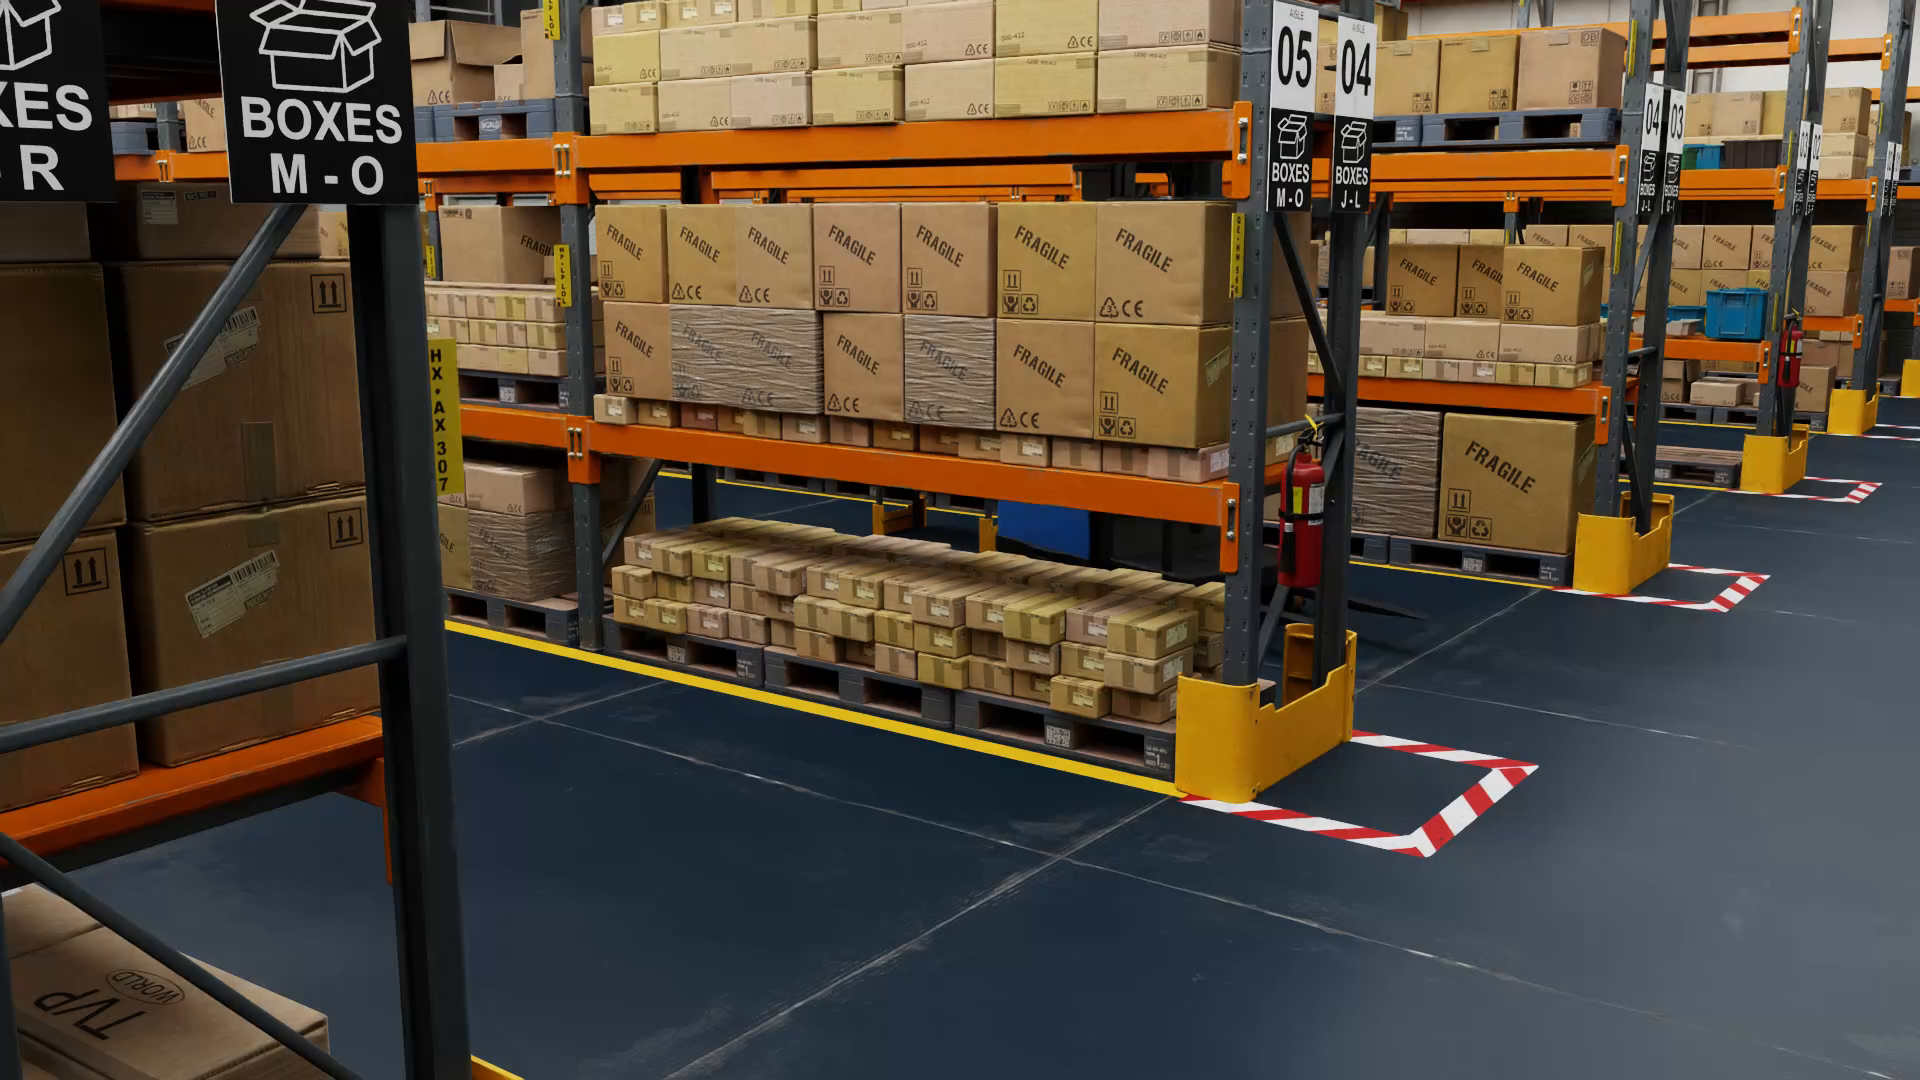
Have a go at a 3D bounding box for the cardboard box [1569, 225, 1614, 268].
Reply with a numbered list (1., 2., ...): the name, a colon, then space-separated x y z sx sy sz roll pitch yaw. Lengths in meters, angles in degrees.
1. cardboard box: 7.722 -3.575 20.218 0.500 0.500 0.500 7 13 34

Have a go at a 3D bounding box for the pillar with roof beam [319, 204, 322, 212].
1. pillar with roof beam: -20.467 -10.336 42.263 0.548 9.000 9.100 8 13 36

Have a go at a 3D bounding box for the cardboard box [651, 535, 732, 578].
1. cardboard box: -1.450 0.087 9.019 0.250 0.149 0.380 9 14 38

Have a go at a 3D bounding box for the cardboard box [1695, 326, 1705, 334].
1. cardboard box: 10.732 -3.079 24.318 0.250 0.149 0.380 9 14 37

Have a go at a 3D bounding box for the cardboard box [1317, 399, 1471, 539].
1. cardboard box: 3.153 -0.549 11.957 0.875 0.875 0.875 8 13 36

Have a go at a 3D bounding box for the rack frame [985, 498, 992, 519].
1. rack frame: 0.341 -0.689 12.141 0.032 1.500 0.500 8 13 36

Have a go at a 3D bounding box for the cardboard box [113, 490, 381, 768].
1. cardboard box: -1.633 0.147 3.612 0.500 0.500 0.500 8 13 35

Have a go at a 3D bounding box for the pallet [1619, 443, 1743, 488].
1. pallet: 6.740 -0.711 15.651 1.213 0.211 1.003 8 13 36

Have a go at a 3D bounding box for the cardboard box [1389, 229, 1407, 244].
1. cardboard box: 7.034 -4.877 26.770 0.500 0.250 0.500 8 14 37

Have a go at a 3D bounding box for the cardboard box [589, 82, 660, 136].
1. cardboard box: -1.575 -2.232 8.667 0.500 0.250 0.500 9 14 38

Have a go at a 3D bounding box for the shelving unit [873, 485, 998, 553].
1. shelving unit: -0.061 -0.745 12.432 1.083 1.500 0.587 8 13 36

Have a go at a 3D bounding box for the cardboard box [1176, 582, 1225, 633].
1. cardboard box: 1.211 0.315 7.839 0.250 0.149 0.380 7 13 33

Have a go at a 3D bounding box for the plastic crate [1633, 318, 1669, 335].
1. plastic crate: 6.392 -1.981 15.406 0.243 0.136 0.396 8 13 36

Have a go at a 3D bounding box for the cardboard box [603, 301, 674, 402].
1. cardboard box: -1.541 -1.026 8.890 0.500 0.500 0.500 8 13 35

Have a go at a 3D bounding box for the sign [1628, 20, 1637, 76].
1. sign: 4.117 -3.011 10.174 0.005 0.325 0.100 8 13 36

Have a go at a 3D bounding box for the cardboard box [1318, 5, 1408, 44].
1. cardboard box: 2.828 -3.597 11.724 0.500 0.250 0.500 7 13 34

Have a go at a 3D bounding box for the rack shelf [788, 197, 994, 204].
1. rack shelf: -0.968 -5.433 26.713 4.000 0.370 1.077 8 13 36

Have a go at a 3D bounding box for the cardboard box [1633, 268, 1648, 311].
1. cardboard box: 8.158 -3.026 20.010 0.500 0.500 0.500 8 13 35

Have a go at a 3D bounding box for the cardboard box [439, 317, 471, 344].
1. cardboard box: -2.863 -1.257 9.900 0.250 0.149 0.380 7 13 34

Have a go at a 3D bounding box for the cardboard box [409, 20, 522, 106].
1. cardboard box: -2.959 -2.849 10.082 0.637 0.503 0.797 8 13 35

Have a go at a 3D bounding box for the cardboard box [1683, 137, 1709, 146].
1. cardboard box: 8.541 -4.571 19.442 0.500 0.250 0.500 8 13 36

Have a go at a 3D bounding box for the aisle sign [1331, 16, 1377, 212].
1. aisle sign: 1.669 -1.790 7.039 0.004 0.787 0.394 8 13 36

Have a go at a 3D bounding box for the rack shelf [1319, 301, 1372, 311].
1. rack shelf: 5.480 -3.061 22.349 4.000 0.370 1.077 8 13 36

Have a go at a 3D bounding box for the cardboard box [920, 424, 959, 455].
1. cardboard box: 0.016 -0.504 7.899 0.250 0.149 0.380 7 13 33

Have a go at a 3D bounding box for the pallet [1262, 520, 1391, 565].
1. pallet: 2.780 -0.070 12.334 1.213 0.211 1.003 8 13 36

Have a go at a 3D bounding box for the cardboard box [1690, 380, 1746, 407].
1. cardboard box: 8.984 -1.741 19.710 0.500 0.250 0.500 8 13 36

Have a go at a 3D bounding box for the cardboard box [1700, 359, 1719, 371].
1. cardboard box: 10.967 -2.770 24.428 0.500 0.500 0.700 8 13 35

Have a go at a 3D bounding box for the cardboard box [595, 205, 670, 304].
1. cardboard box: -1.572 -1.523 8.828 0.500 0.500 0.500 8 14 37

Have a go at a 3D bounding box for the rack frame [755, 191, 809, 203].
1. rack frame: -2.291 -3.331 21.850 0.127 3.000 1.000 8 13 36

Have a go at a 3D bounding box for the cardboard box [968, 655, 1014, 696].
1. cardboard box: 0.249 0.609 7.887 0.250 0.149 0.380 8 14 36

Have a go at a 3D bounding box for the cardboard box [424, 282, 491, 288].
1. cardboard box: -3.308 -1.619 10.992 0.250 0.149 0.380 9 14 38

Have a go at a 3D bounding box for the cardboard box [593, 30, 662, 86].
1. cardboard box: -1.546 -2.479 8.628 0.500 0.250 0.500 9 14 37

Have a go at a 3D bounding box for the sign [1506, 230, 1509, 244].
1. sign: 6.767 -3.673 20.567 0.005 0.325 0.100 8 13 36

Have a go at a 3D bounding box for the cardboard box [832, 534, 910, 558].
1. cardboard box: -0.480 0.083 9.036 0.250 0.149 0.380 7 13 33

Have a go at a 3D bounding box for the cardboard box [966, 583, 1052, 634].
1. cardboard box: 0.232 0.320 7.814 0.250 0.149 0.380 7 13 33

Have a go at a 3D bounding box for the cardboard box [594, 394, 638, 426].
1. cardboard box: -1.757 -0.720 9.016 0.250 0.149 0.380 9 14 38

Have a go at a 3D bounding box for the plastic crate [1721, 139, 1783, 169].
1. plastic crate: 7.236 -3.476 15.048 0.590 0.269 0.497 8 13 36

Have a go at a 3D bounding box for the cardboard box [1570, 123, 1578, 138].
1. cardboard box: 7.507 -5.153 20.477 0.500 0.500 0.700 8 13 36

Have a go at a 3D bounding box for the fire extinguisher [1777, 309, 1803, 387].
1. fire extinguisher: 7.234 -1.674 14.472 0.183 0.674 0.296 8 13 36

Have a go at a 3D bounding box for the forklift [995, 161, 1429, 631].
1. forklift: 1.471 -0.998 9.974 1.130 2.935 3.031 -7 13 -33

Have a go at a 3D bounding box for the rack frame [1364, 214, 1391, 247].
1. rack frame: 6.798 -4.398 27.365 0.127 3.000 1.000 8 13 36

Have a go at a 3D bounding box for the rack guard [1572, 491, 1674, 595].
1. rack guard: 4.469 0.006 11.181 0.348 0.500 1.175 8 13 36

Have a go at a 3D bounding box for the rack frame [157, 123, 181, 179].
1. rack frame: -5.016 -1.375 11.740 0.127 3.000 1.000 8 13 36

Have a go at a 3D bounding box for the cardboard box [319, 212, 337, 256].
1. cardboard box: -6.955 -3.436 18.716 0.500 0.500 0.500 8 13 36

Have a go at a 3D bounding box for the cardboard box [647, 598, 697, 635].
1. cardboard box: -1.474 0.388 9.026 0.250 0.149 0.380 8 14 37

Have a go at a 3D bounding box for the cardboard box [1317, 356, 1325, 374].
1. cardboard box: 2.736 -1.262 11.816 0.250 0.149 0.380 8 14 37

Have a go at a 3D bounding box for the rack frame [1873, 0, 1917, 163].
1. rack frame: 10.317 -5.685 18.224 0.127 3.000 1.000 8 13 36

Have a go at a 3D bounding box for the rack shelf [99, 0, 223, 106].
1. rack shelf: -3.028 -1.051 4.061 4.000 0.370 1.077 8 13 36

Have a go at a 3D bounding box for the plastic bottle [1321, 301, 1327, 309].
1. plastic bottle: 3.903 -2.466 17.901 0.097 0.201 0.097 0 11 0

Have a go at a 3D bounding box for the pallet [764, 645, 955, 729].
1. pallet: -0.242 0.651 8.609 1.213 0.211 1.003 8 13 36

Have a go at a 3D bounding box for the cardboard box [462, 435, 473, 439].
1. cardboard box: -3.495 -0.571 11.084 0.500 0.250 0.500 8 14 37

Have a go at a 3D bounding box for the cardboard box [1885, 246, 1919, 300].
1. cardboard box: 12.829 -3.702 22.976 0.700 0.700 0.980 9 14 38

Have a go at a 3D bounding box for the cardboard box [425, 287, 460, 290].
1. cardboard box: -3.281 -1.462 10.180 0.250 0.149 0.380 7 13 33

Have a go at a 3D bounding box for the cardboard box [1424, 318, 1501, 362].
1. cardboard box: 3.494 -1.367 11.310 0.500 0.250 0.500 8 13 35

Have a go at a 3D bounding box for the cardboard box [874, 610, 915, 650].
1. cardboard box: -0.202 0.410 8.129 0.250 0.149 0.380 9 14 38
